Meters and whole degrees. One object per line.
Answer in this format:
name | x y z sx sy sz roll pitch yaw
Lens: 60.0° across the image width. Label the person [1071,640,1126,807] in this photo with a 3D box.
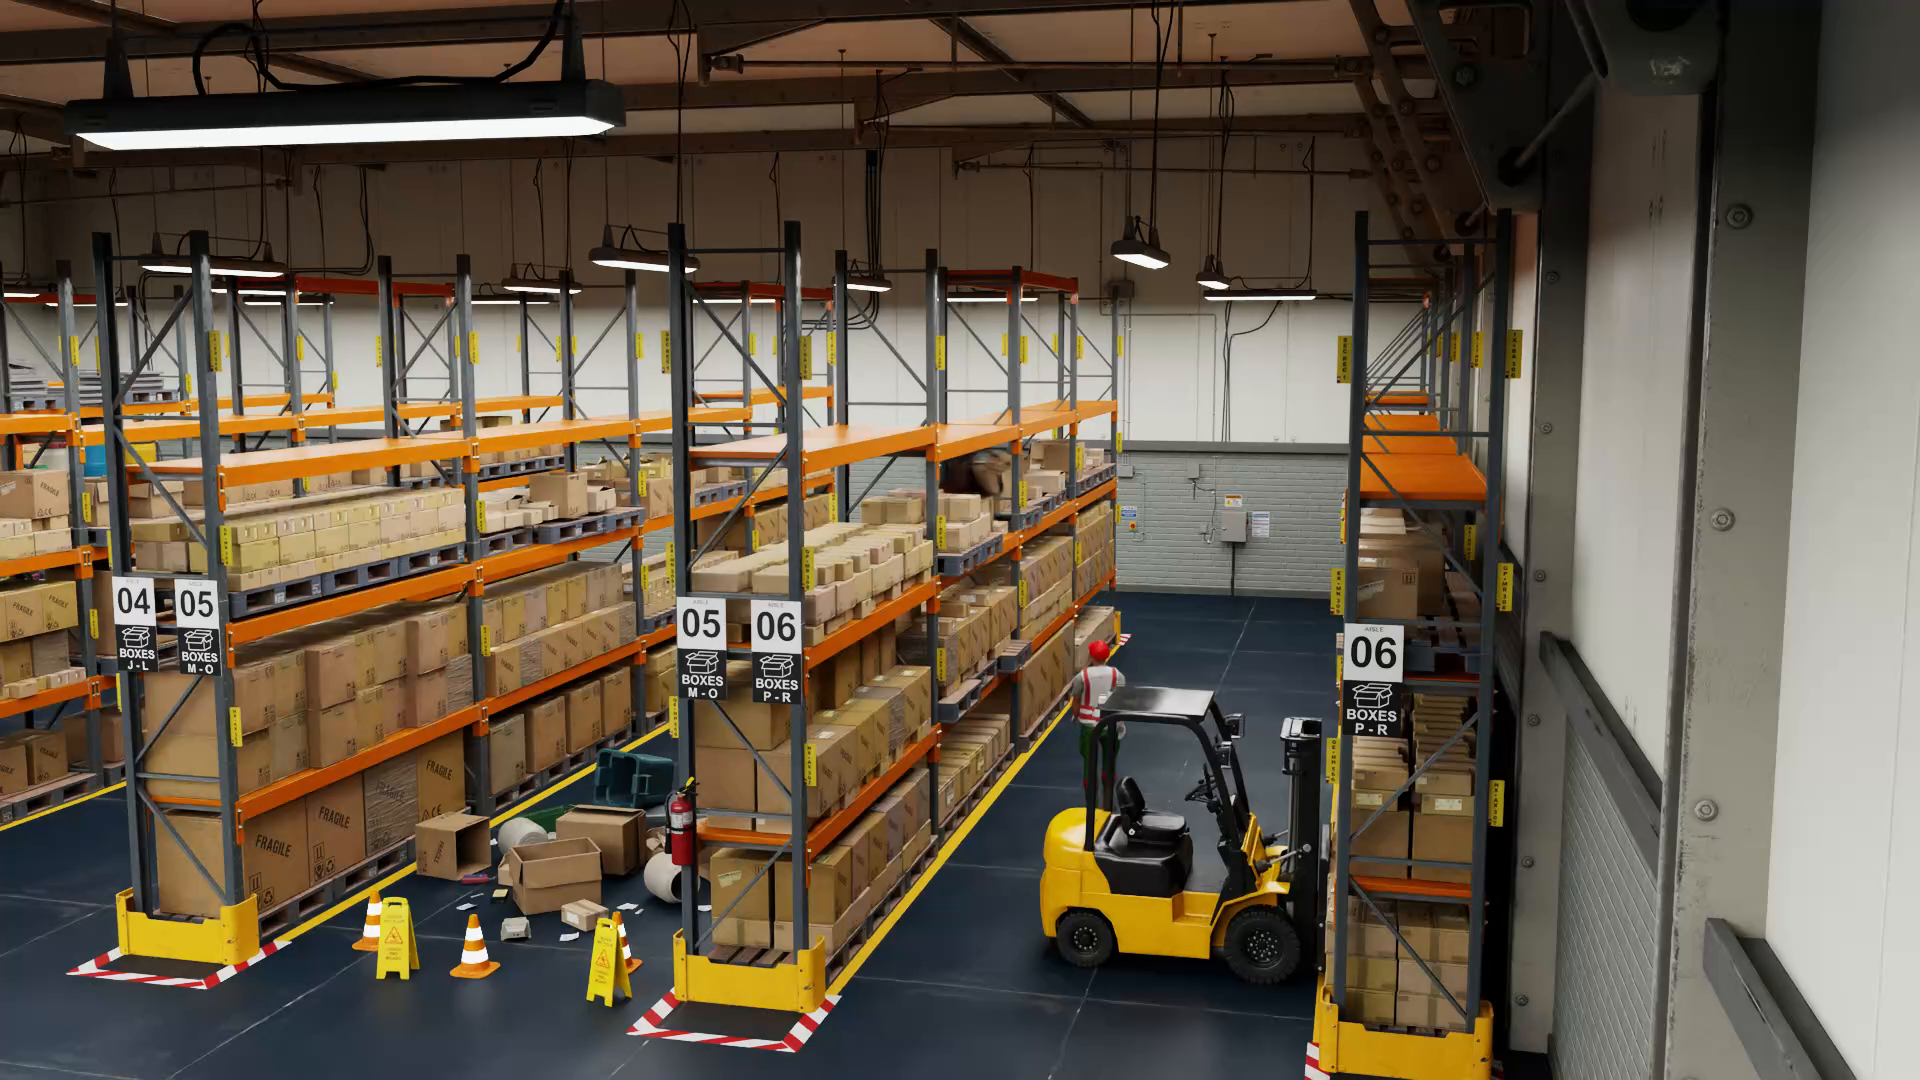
person | 1.424 1.862 17.110 0.586 1.714 0.510 1 7 8
